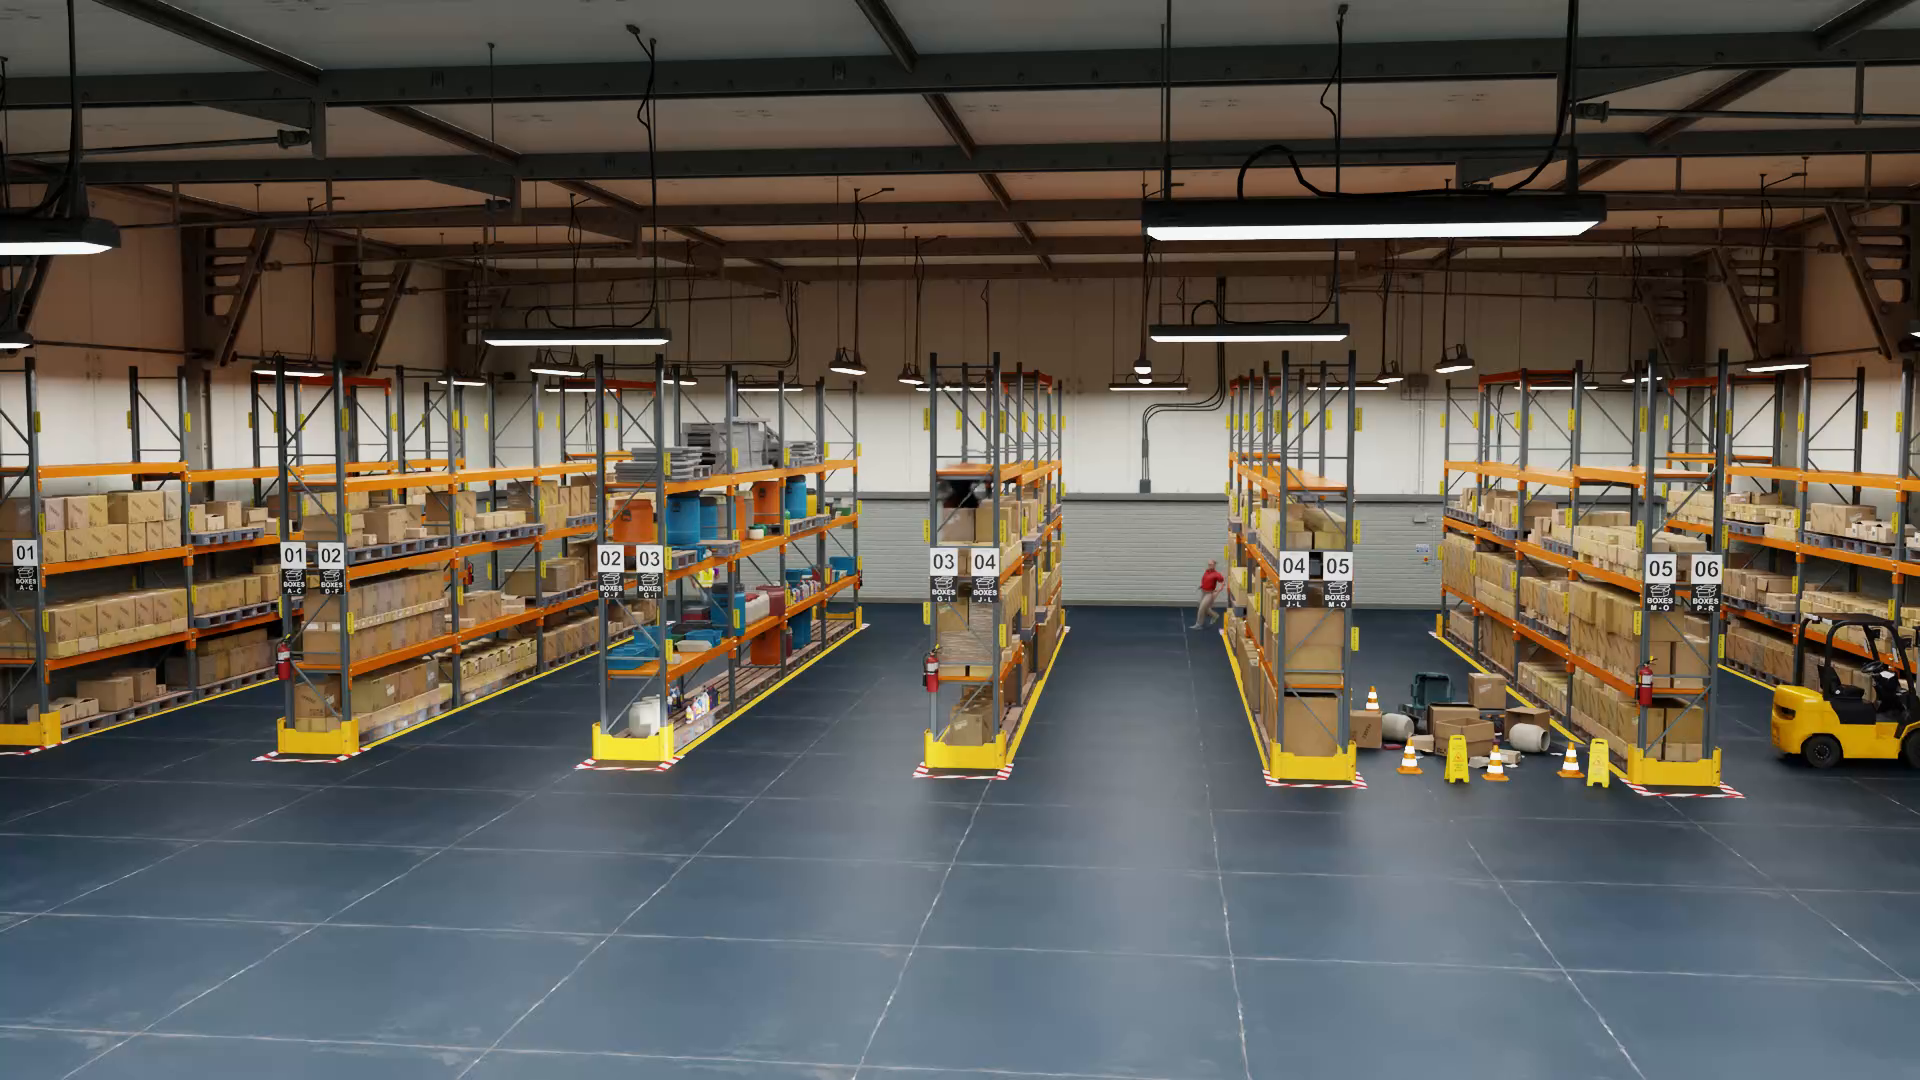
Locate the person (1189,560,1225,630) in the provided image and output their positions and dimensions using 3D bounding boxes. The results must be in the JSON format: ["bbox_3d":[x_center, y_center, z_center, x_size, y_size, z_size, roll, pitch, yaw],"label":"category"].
[{"bbox_3d":[6.018,1.326,40.087,0.911,1.683,0.721,-2,5,-28],"label":"person"}]

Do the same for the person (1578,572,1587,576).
[{"bbox_3d":[13.273,1.575,35.550,0.660,1.773,0.989,0,4,-5],"label":"person"}]

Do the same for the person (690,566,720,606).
[{"bbox_3d":[-6.304,1.200,41.354,0.710,1.797,0.867,-3,5,-32],"label":"person"}]
